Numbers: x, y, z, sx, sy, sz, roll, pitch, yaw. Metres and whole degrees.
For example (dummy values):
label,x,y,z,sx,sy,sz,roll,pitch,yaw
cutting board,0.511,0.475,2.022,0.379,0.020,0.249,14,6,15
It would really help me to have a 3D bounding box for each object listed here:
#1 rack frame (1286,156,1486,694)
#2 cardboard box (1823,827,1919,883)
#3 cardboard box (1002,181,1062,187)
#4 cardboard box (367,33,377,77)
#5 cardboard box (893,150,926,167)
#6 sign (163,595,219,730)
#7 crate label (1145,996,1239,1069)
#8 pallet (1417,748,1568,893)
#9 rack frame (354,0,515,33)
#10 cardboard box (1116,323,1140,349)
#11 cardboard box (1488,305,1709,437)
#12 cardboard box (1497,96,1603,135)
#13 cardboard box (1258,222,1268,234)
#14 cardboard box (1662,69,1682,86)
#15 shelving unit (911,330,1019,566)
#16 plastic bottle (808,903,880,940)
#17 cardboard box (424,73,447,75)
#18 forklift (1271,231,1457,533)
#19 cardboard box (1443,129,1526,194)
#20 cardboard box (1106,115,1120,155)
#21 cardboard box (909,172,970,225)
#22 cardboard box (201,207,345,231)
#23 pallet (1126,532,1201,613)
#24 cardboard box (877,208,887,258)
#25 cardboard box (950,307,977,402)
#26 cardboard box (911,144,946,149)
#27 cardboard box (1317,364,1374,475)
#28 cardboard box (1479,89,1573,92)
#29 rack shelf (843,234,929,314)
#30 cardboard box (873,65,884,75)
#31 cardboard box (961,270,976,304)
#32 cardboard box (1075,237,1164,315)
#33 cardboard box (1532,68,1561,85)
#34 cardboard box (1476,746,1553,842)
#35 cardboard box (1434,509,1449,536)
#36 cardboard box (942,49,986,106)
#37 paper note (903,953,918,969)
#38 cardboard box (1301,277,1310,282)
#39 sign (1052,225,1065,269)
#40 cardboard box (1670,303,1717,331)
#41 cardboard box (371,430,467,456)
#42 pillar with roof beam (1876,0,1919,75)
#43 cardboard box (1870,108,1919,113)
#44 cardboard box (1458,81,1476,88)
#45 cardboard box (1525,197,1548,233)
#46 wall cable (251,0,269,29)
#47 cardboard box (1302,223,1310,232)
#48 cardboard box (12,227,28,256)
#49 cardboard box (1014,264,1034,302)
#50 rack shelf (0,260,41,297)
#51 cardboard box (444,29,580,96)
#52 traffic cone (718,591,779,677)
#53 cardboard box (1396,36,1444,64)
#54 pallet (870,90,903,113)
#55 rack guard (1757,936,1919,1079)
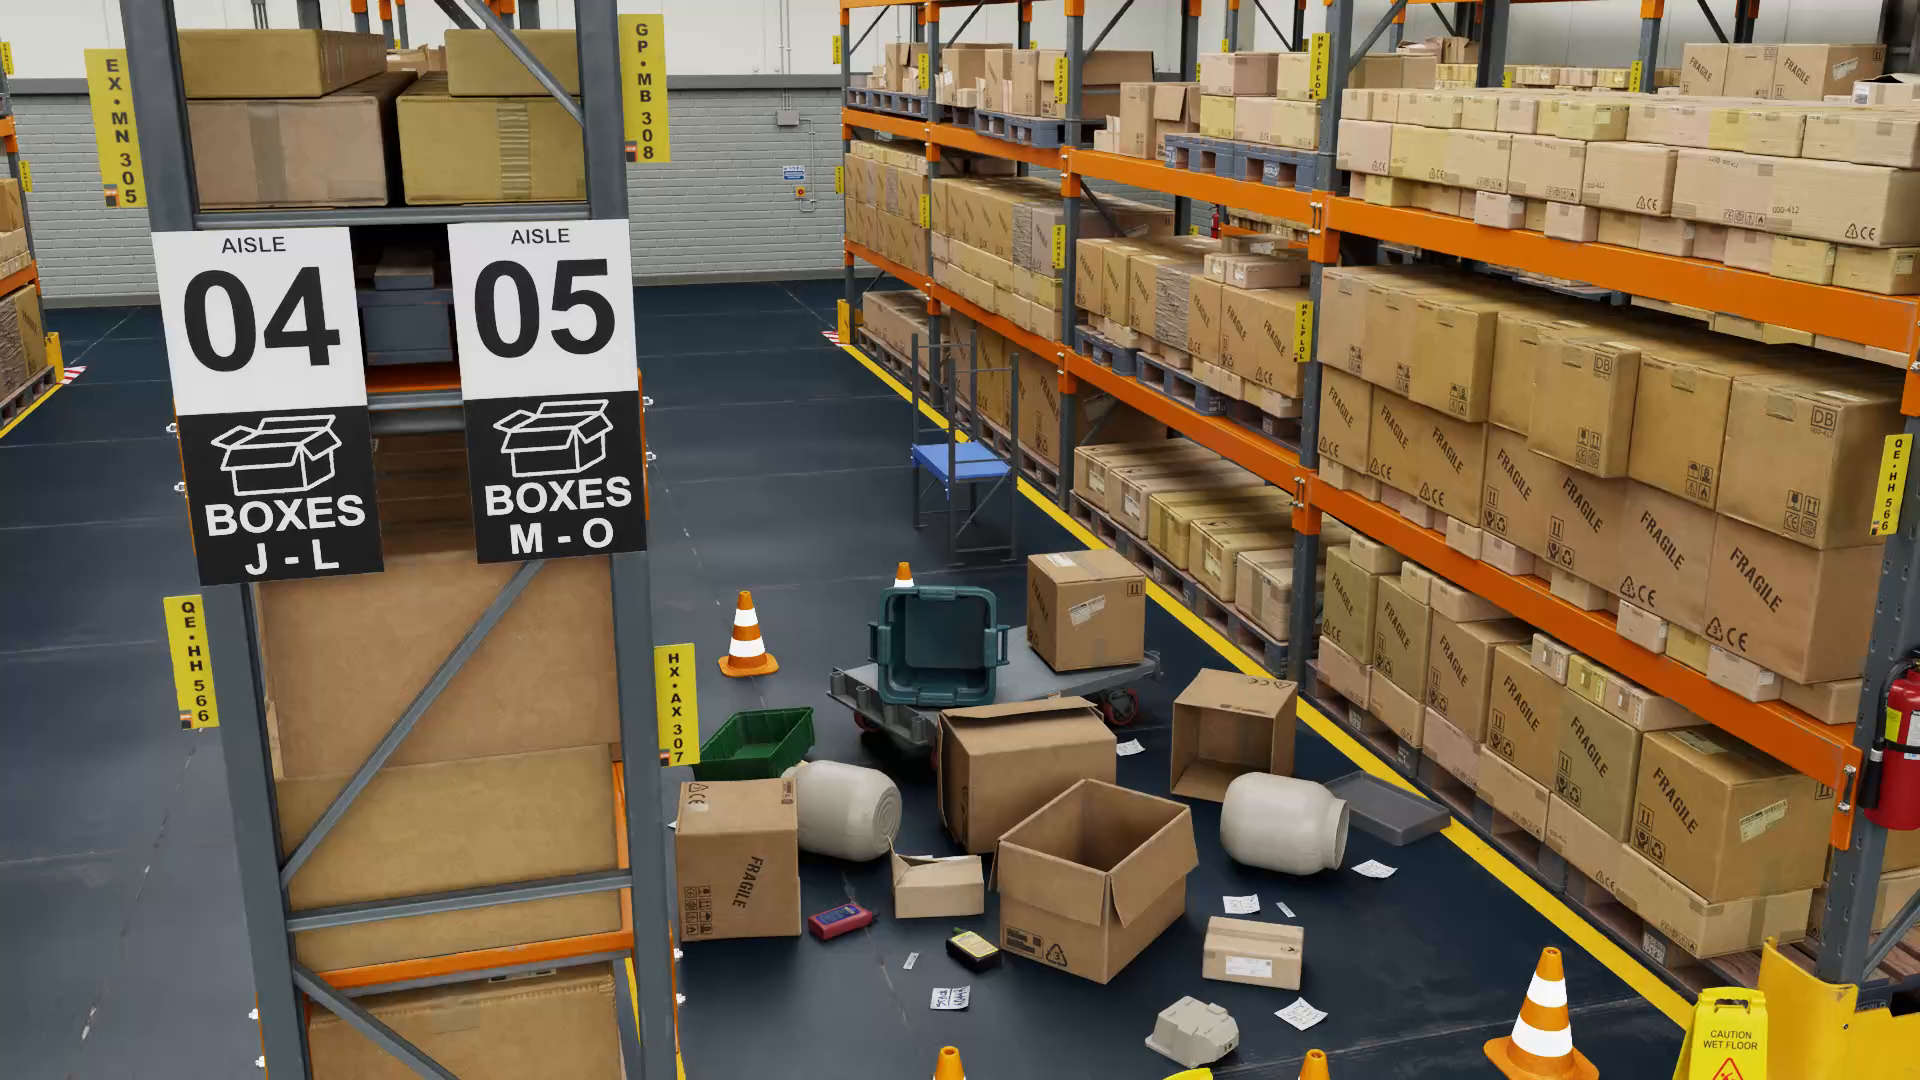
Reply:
label,x,y,z,sx,sy,sz,roll,pitch,yaw
rack frame,2.382,-0.612,9.276,1.000,3.000,0.127,-5,17,-15
cardboard box,3.518,0.999,6.657,0.500,0.500,0.500,-5,18,-17
cardboard box,0.697,-3.106,15.665,0.500,0.500,0.500,-4,17,-14
cardboard box,-2.294,-1.731,5.932,0.380,0.149,0.250,-5,17,-15
cardboard box,-0.498,-4.081,17.785,0.380,0.149,0.250,-5,17,-16
sign,-1.776,0.285,3.866,0.100,0.325,0.005,-5,17,-15
crate label,0.873,1.817,6.164,0.298,0.136,0.250,16,23,42
pallet,2.940,1.244,7.943,1.003,0.211,1.213,-5,17,-15
rack frame,-3.449,-4.173,10.701,1.000,3.000,0.127,-5,17,-15
cardboard box,1.325,-1.457,11.795,0.380,0.149,0.250,-5,17,-15
cardboard box,2.757,-0.722,7.211,0.700,0.500,0.500,-5,17,-16
cardboard box,2.565,-1.842,7.205,0.380,0.149,0.250,-5,17,-16
cardboard box,3.913,-3.881,20.594,0.380,0.149,0.250,-4,17,-14
cardboard box,6.219,-3.934,14.171,0.380,0.149,0.250,-5,18,-17
shelving unit,0.023,-0.695,12.158,0.538,1.500,1.048,-5,17,-15
plastic bottle,-0.486,1.600,7.020,0.283,0.061,0.133,-12,20,-34
cardboard box,-1.829,-1.693,6.501,0.500,0.250,0.500,-5,17,-15
forklift,3.502,-1.511,12.389,1.130,2.935,3.031,-5,18,-17
cardboard box,2.516,-1.695,7.409,0.500,0.250,0.500,-5,17,-15
cardboard box,1.276,-2.920,11.978,0.396,0.266,0.258,-5,17,-15
cardboard box,-0.212,-3.461,16.847,0.500,0.500,0.500,-5,17,-16
cardboard box,-1.668,-0.717,3.944,0.380,0.149,0.250,-5,17,-15
pallet,1.828,0.170,11.519,1.003,0.211,1.213,-5,17,-15
cardboard box,-0.618,-3.407,18.406,0.500,0.500,0.500,-4,17,-13
cardboard box,0.431,-1.843,16.338,0.875,0.875,0.875,-4,17,-14
cardboard box,-0.346,-4.402,18.852,0.380,0.149,0.250,-5,17,-16
cardboard box,2.235,-0.659,8.741,0.500,0.500,0.500,-5,17,-15
cardboard box,2.824,-2.174,8.312,0.380,0.149,0.250,-5,17,-17
rack shelf,-0.366,-3.034,18.588,1.077,0.370,4.000,-5,17,-15
cardboard box,-0.706,-5.428,19.451,0.500,0.250,0.500,-6,18,-20
cardboard box,0.320,-2.325,15.238,0.500,0.250,0.500,-5,17,-16
cardboard box,1.184,-1.967,12.367,0.500,0.500,0.500,-5,17,-17
cardboard box,5.390,-4.171,14.961,0.380,0.149,0.250,-5,17,-16
cardboard box,2.717,1.119,7.561,0.500,0.250,0.500,-5,18,-17
cardboard box,2.520,-0.100,8.008,0.380,0.149,0.250,-5,17,-16
cardboard box,0.147,-4.244,15.249,0.500,0.500,0.500,-5,17,-16
paper note,-0.199,1.708,6.749,0.032,0.001,0.123,4,17,13
cardboard box,2.268,-1.432,10.586,0.500,0.500,0.500,-5,17,-16
sign,0.750,-2.228,12.644,0.100,0.325,0.005,-5,17,-15
cardboard box,6.075,-1.759,13.354,0.500,0.250,0.500,-5,17,-16
cardboard box,-1.578,-0.092,5.406,0.875,0.550,0.550,-5,17,-15
pillar with roof beam,3.140,-4.356,11.310,9.100,9.000,0.400,-5,17,-15
cardboard box,3.486,-1.461,5.938,0.380,0.149,0.250,-5,17,-15
cardboard box,4.999,-4.316,15.927,0.380,0.149,0.250,-4,17,-14
cardboard box,2.656,-1.396,7.107,0.380,0.149,0.250,-5,17,-15
wall cable,-8.684,-9.399,22.506,2.277,5.999,0.120,-5,17,-15
cardboard box,4.304,-3.687,19.257,0.500,0.250,0.500,-5,17,-16
cardboard box,-10.056,-3.106,17.321,0.500,0.250,0.500,-5,17,-16
cardboard box,0.761,-2.142,13.760,0.500,0.250,0.500,-5,17,-17
rack shelf,-9.895,-2.250,15.980,1.077,0.370,4.000,-5,17,-15
cardboard box,-1.036,-1.151,4.003,0.380,0.149,0.250,-5,17,-15
traffic cone,-1.266,0.532,9.878,0.336,0.463,0.334,-5,17,-15
cardboard box,4.702,-5.014,17.011,0.396,0.266,0.258,-5,17,-16
pallet,-0.363,-4.783,18.102,1.003,0.211,1.213,-5,17,-15
rack guard,3.460,1.670,6.022,1.175,0.500,0.348,-5,17,-15
